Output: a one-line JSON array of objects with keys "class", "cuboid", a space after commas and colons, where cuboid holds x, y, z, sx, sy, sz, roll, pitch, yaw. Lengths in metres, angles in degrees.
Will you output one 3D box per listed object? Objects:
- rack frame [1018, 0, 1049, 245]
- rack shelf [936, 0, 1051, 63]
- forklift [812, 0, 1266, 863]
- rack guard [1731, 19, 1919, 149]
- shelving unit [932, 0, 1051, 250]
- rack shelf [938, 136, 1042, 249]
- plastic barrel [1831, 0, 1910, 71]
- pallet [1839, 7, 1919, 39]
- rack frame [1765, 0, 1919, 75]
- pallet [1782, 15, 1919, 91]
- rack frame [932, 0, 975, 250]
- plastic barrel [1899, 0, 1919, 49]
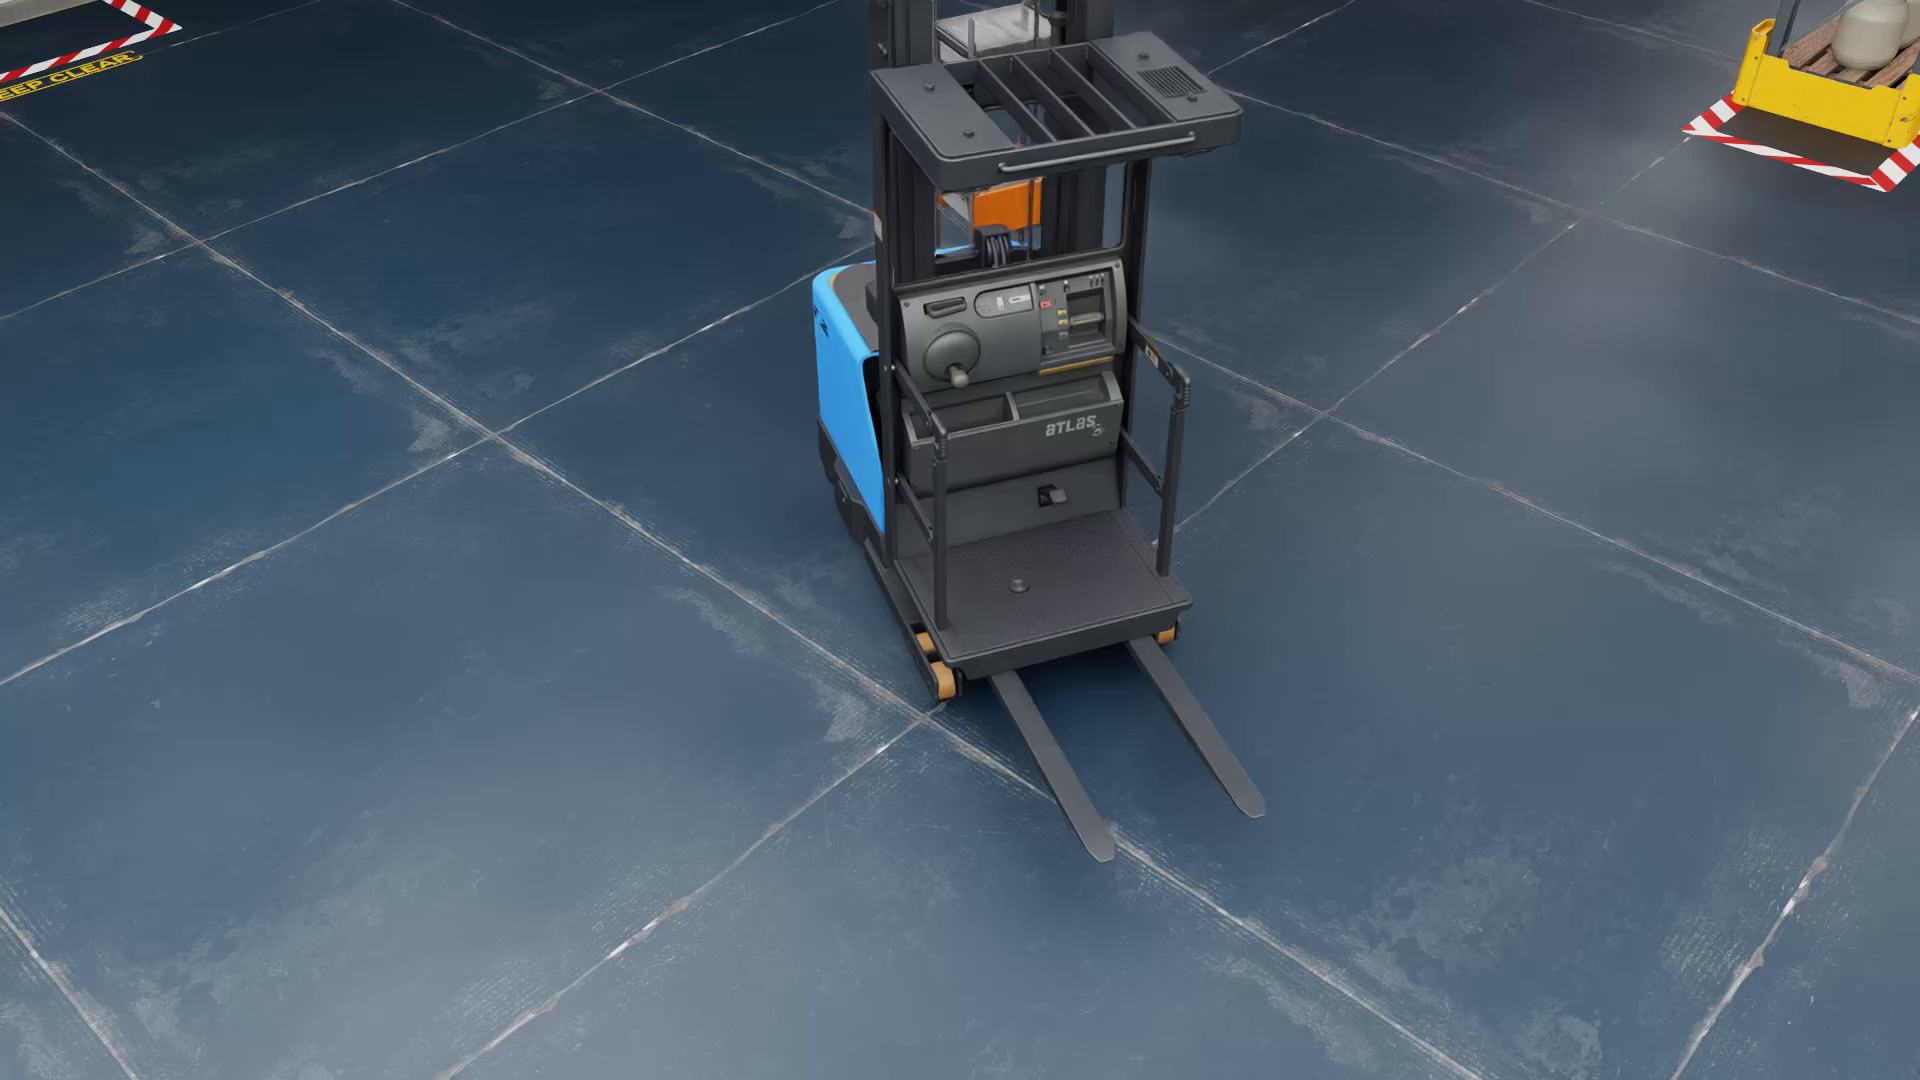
[{"class": "rack frame", "cuboid": [0.395, -1.683, 8.179, 0.015, 2.100, 0.400, -18, 42, -22]}, {"class": "rack shelf", "cuboid": [0.180, -2.149, 7.663, 0.480, 0.518, 0.431, -18, 42, -22]}, {"class": "forklift", "cuboid": [0.294, -0.775, 6.370, 1.130, 2.935, 3.031, -13, 40, -16]}, {"class": "rack guard", "cuboid": [5.906, -3.091, 11.235, 1.175, 0.500, 0.348, 30, 47, 32]}, {"class": "shelving unit", "cuboid": [0.180, -1.612, 8.090, 0.503, 2.100, 0.431, -18, 42, -22]}, {"class": "rack shelf", "cuboid": [0.180, -1.601, 8.098, 0.480, 0.518, 0.431, -18, 42, -22]}, {"class": "plastic barrel", "cuboid": [6.277, -3.539, 11.452, 0.421, 0.512, 0.421, 0, 38, 0]}, {"class": "pallet", "cuboid": [7.281, -3.906, 12.493, 1.003, 0.211, 1.213, 30, 47, 32]}, {"class": "rack frame", "cuboid": [5.889, -4.014, 10.388, 1.000, 3.000, 0.127, 30, 47, 32]}, {"class": "pallet", "cuboid": [6.458, -3.349, 11.791, 1.003, 0.211, 1.213, 30, 47, 32]}, {"class": "rack frame", "cuboid": [-0.036, -1.541, 8.000, 0.015, 2.100, 0.400, -18, 42, -22]}, {"class": "plastic barrel", "cuboid": [6.615, -3.770, 11.742, 0.421, 0.512, 0.421, 0, 38, 0]}]
